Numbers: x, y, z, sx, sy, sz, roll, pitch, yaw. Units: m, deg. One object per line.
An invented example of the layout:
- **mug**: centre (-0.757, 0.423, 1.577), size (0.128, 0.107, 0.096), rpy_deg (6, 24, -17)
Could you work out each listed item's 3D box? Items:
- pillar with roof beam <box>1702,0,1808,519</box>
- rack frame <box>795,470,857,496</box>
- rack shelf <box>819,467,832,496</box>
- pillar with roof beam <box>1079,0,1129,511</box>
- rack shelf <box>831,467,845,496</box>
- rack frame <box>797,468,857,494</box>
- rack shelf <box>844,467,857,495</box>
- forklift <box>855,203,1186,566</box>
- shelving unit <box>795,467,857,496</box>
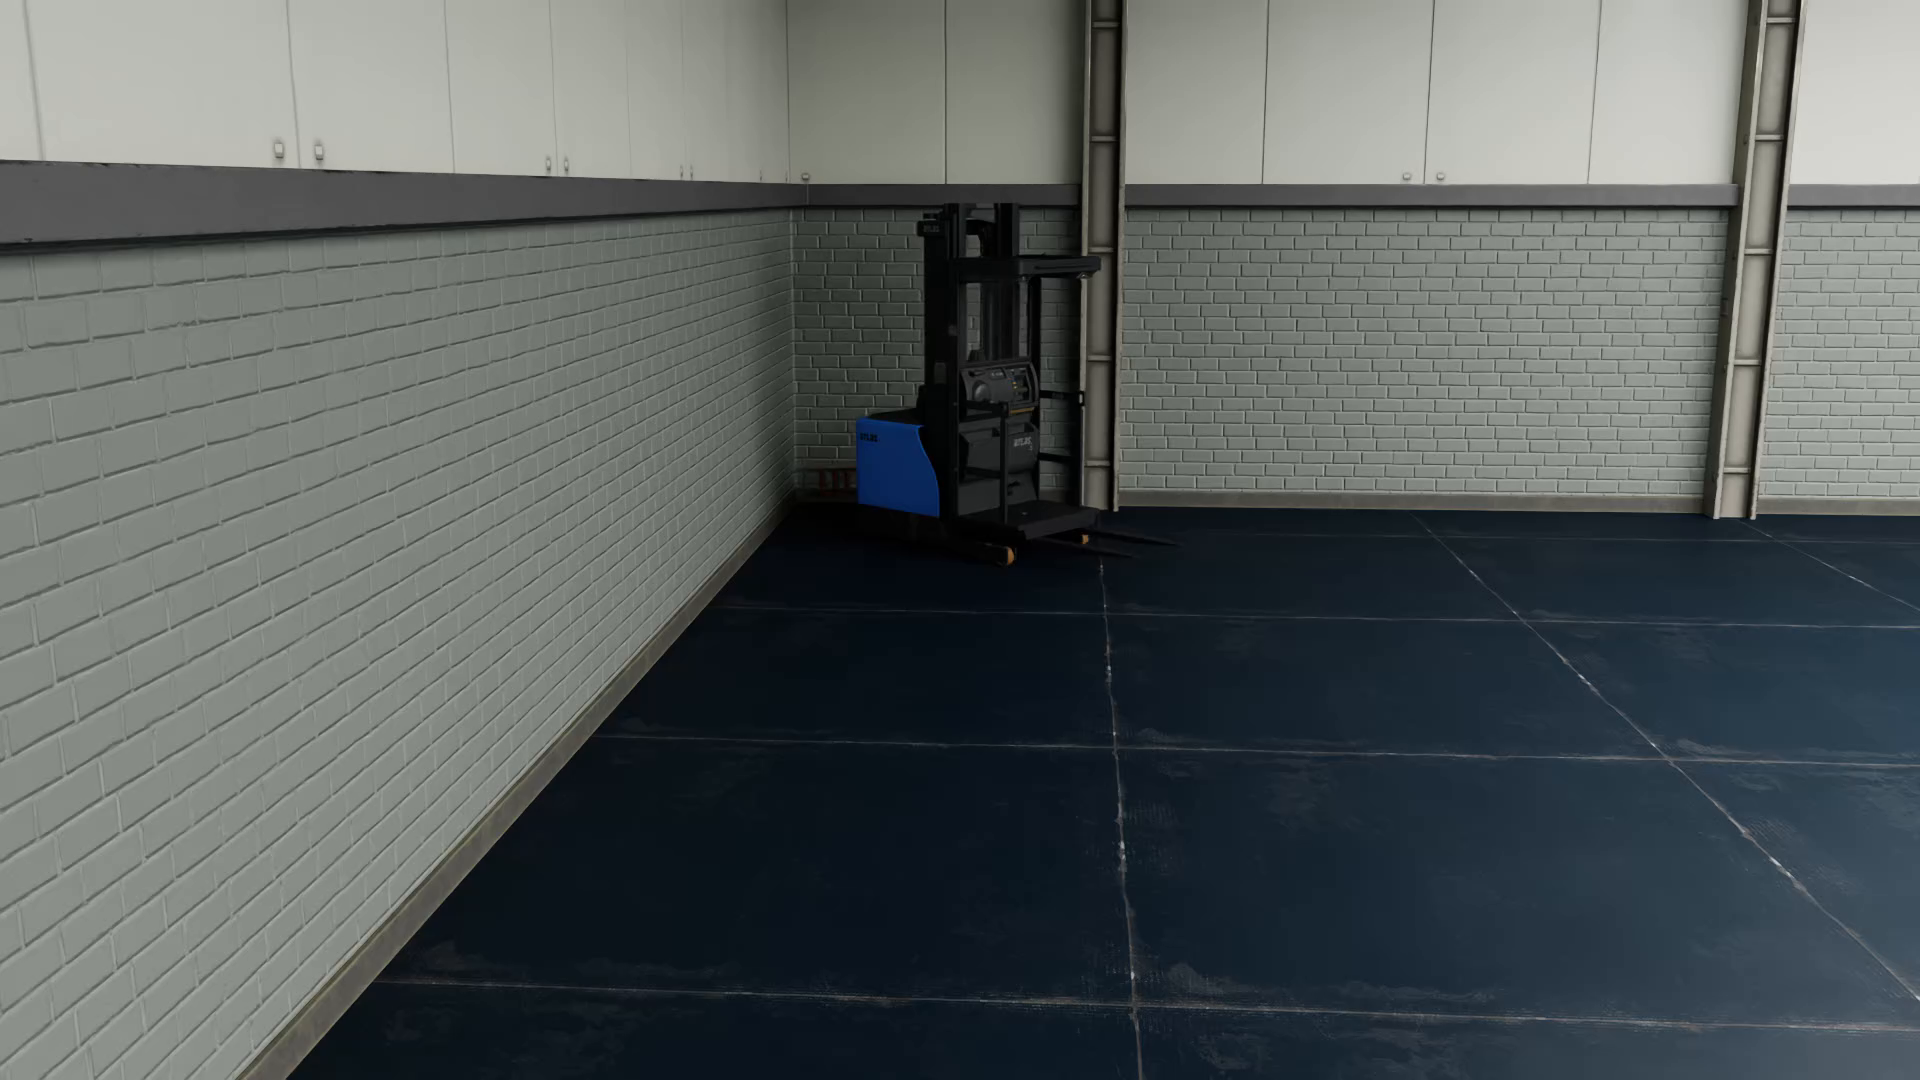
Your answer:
- **pillar with roof beam**: centre (7.045, -3.755, 10.742), size (0.400, 9.000, 9.100), rpy_deg (1, 12, 4)
- **rack frame**: centre (-0.995, -0.559, 16.065), size (1.200, 0.240, 0.006), rpy_deg (-2, -4, -13)
- **rack shelf**: centre (-1.281, -0.557, 15.904), size (0.103, 0.258, 0.180), rpy_deg (-2, -4, -13)
- **pillar with roof beam**: centre (1.058, -3.837, 11.134), size (0.400, 9.000, 9.100), rpy_deg (1, 12, 4)
- **rack shelf**: centre (-1.165, -0.560, 15.932), size (0.103, 0.258, 0.180), rpy_deg (-2, -4, -13)
- **rack frame**: centre (-0.954, -0.574, 15.888), size (1.200, 0.240, 0.006), rpy_deg (-2, -4, -13)
- **rack shelf**: centre (-1.048, -0.564, 15.959), size (0.103, 0.258, 0.180), rpy_deg (-2, -4, -13)
- **forklift**: centre (0.494, -1.337, 14.002), size (3.031, 2.935, 1.130), rpy_deg (11, 16, 41)
- **shelving unit**: centre (-0.974, -0.566, 15.977), size (1.200, 0.258, 0.189), rpy_deg (-2, -4, -13)
